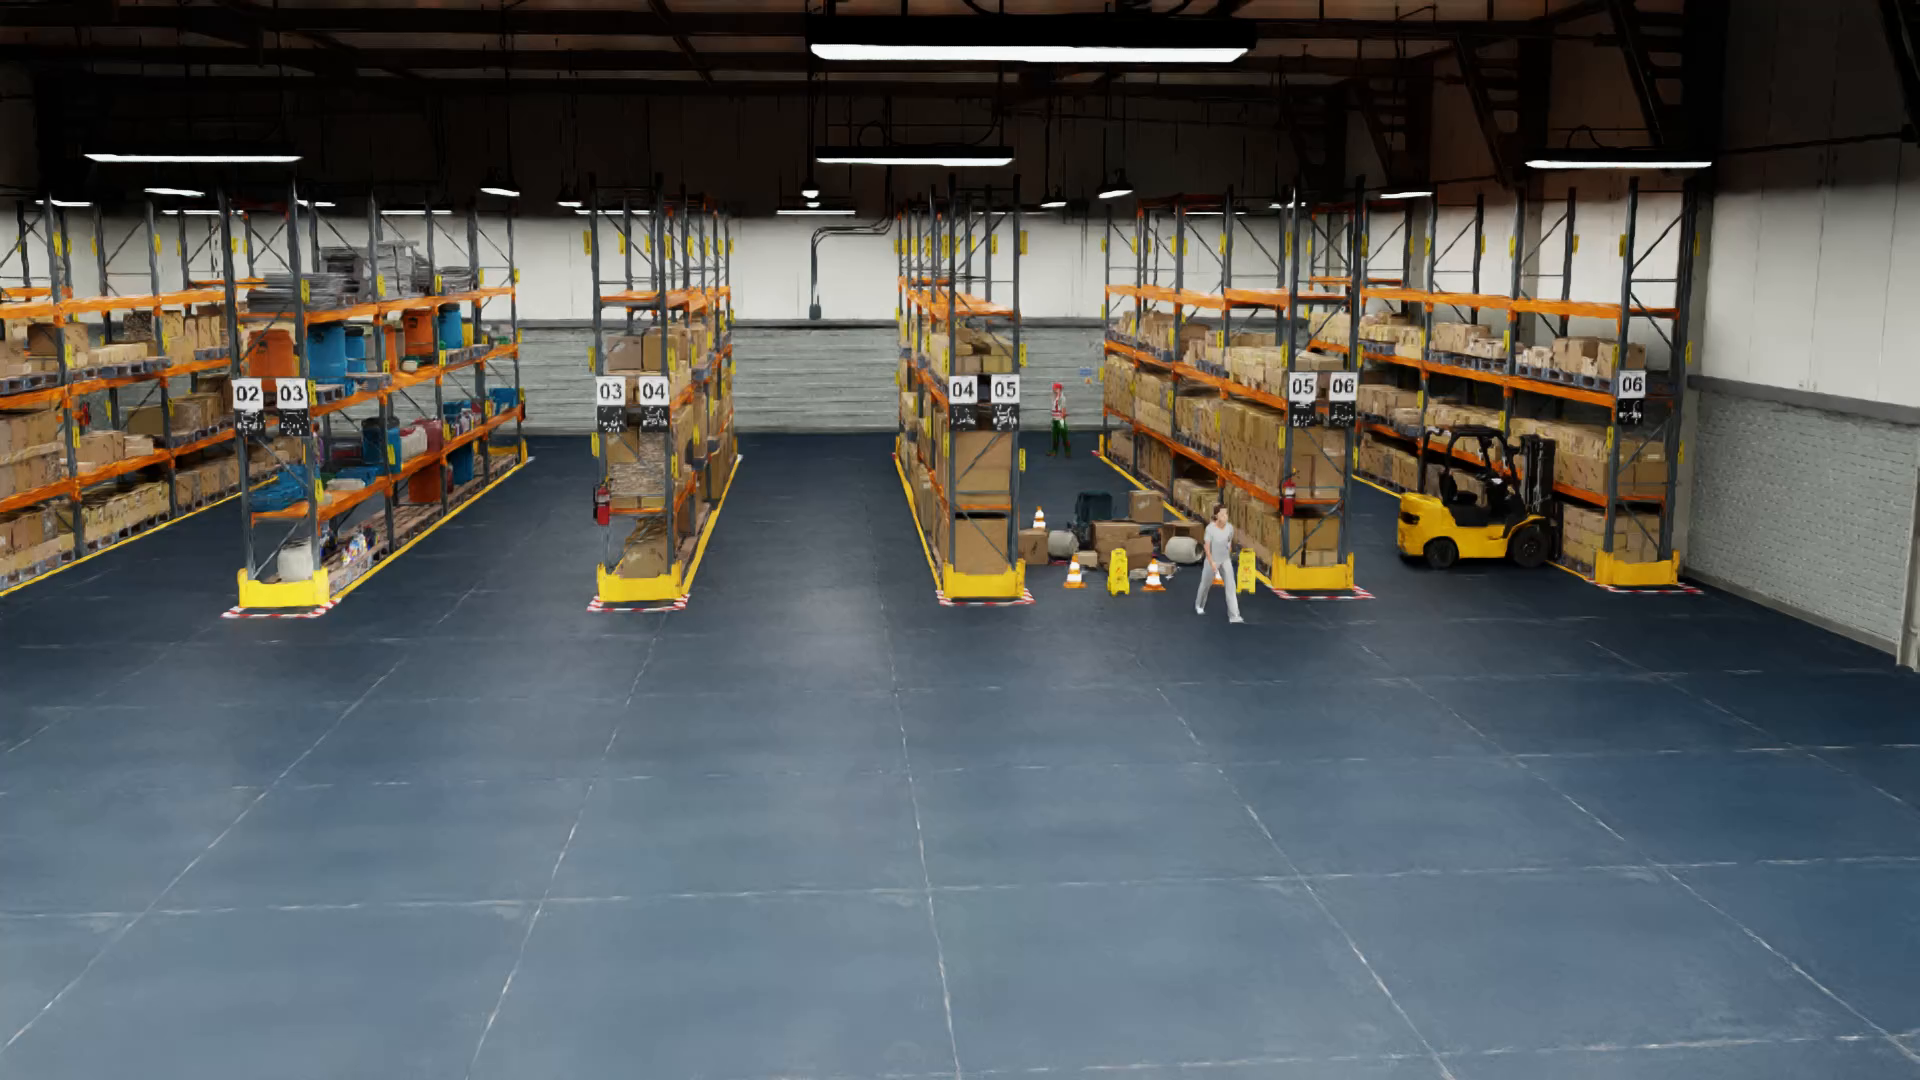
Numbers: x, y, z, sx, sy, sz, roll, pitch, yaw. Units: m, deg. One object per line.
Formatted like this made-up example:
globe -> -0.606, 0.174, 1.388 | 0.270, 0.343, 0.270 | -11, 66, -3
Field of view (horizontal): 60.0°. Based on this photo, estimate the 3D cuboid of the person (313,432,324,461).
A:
person -> -12.753, -1.863, 32.859 | 0.323, 0.577, 0.462 | -6, 12, -31

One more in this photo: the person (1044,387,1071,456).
person -> 2.383, -2.838, 40.054 | 0.540, 1.649, 0.635 | -4, 11, -21

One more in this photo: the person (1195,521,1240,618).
person -> 3.460, 0.366, 22.482 | 0.461, 1.297, 0.935 | -2, 10, -14
